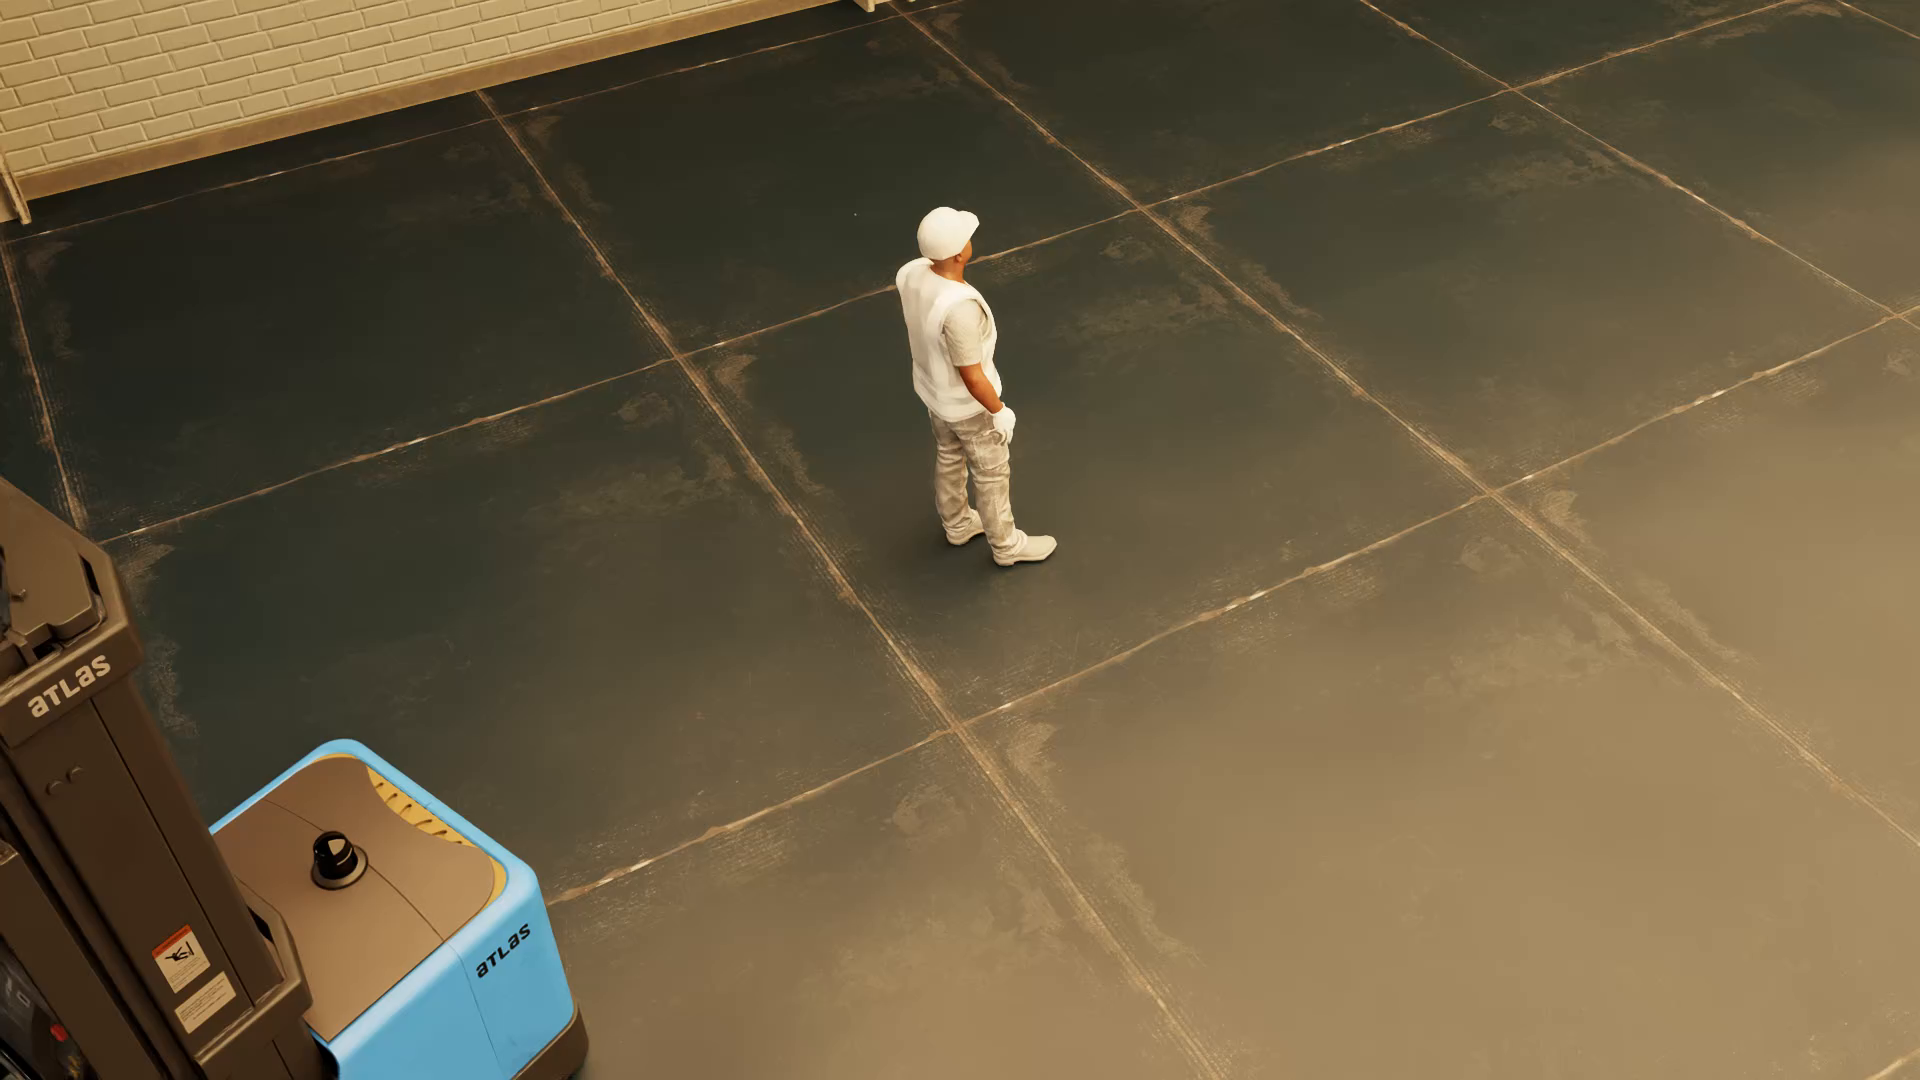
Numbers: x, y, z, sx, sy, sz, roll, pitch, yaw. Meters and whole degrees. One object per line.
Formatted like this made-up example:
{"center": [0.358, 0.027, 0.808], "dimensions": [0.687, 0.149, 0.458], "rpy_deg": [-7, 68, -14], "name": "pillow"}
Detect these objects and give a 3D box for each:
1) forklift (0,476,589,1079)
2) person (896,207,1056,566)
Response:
{"center": [-2.592, 1.352, 4.240], "dimensions": [1.130, 2.935, 3.031], "rpy_deg": [27, 49, 26], "name": "forklift"}
{"center": [0.067, -0.678, 7.262], "dimensions": [0.577, 1.782, 0.656], "rpy_deg": [-21, 47, -21], "name": "person"}
